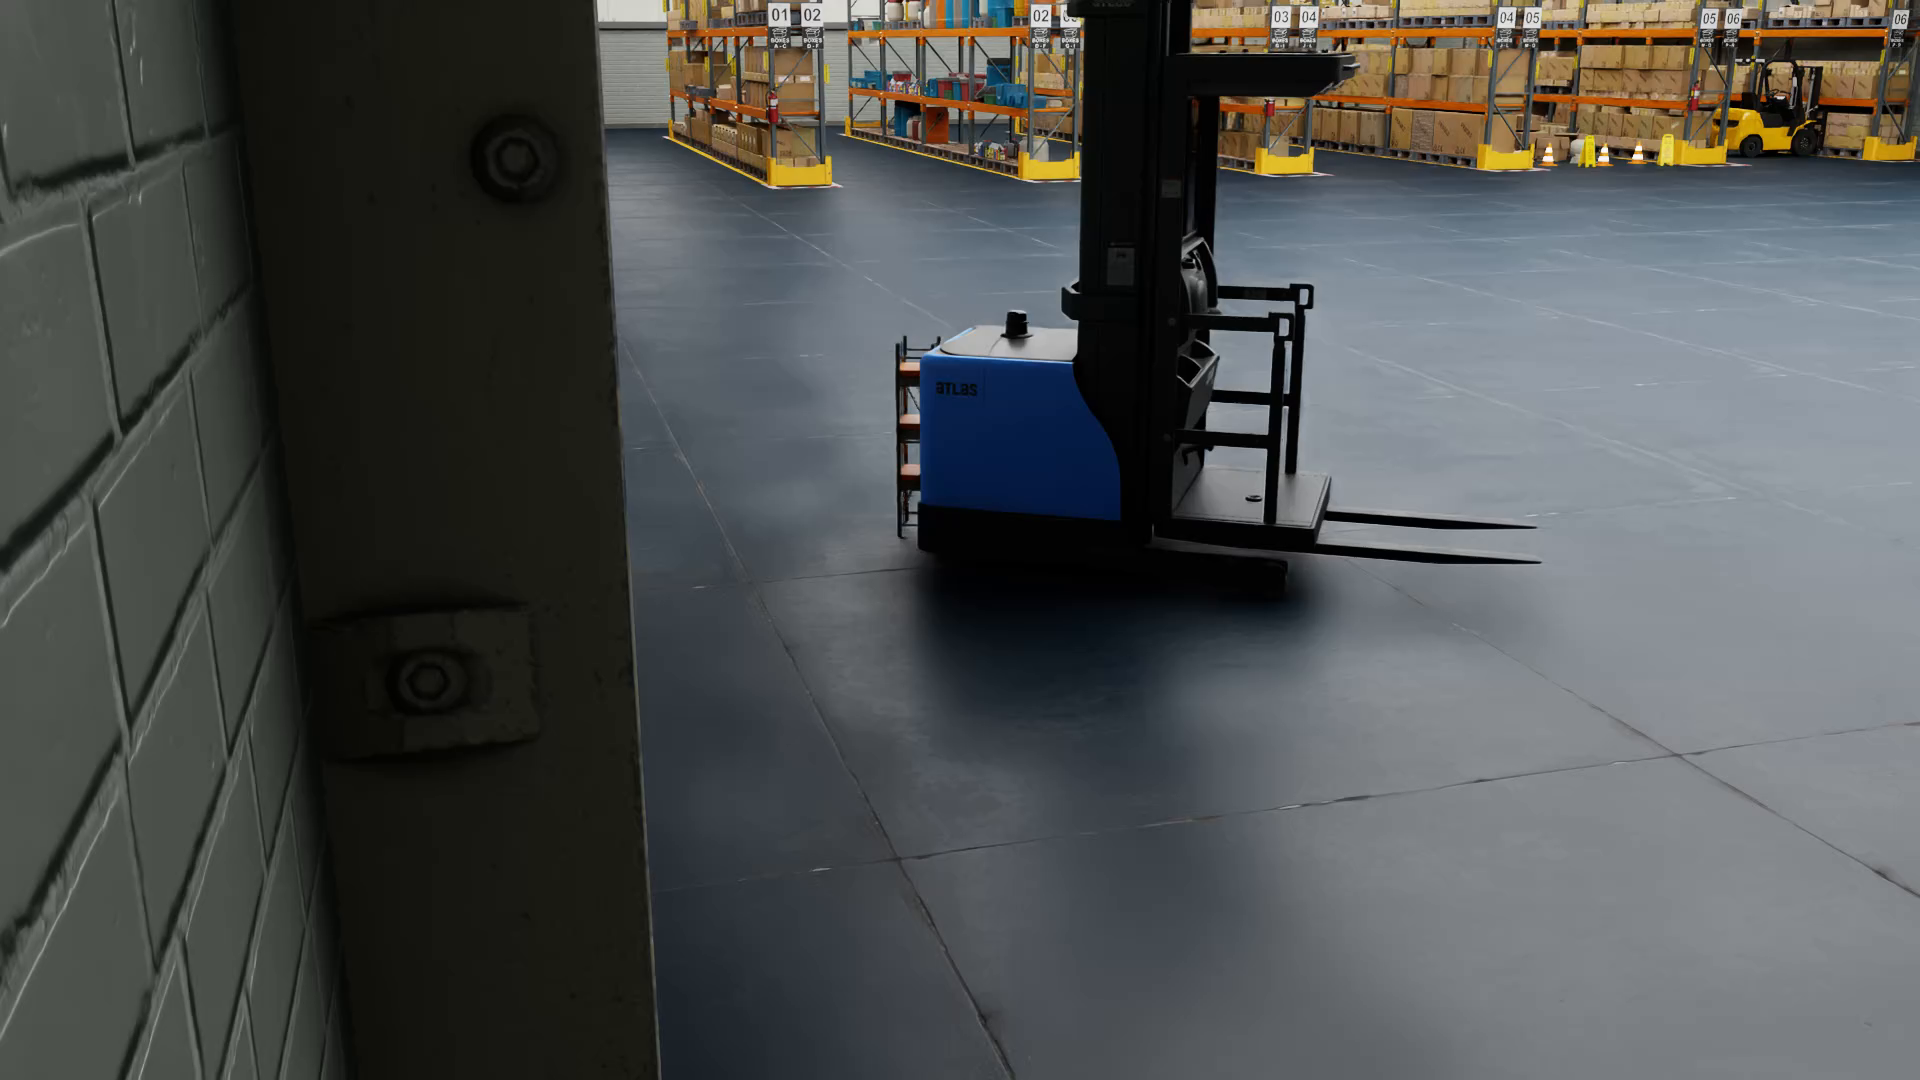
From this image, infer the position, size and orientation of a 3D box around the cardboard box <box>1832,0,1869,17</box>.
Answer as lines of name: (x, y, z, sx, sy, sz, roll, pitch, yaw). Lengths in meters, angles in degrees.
cardboard box: (20.305, -12.125, 37.745, 0.700, 0.500, 0.500, -5, 17, -15)

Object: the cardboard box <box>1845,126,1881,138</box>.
cardboard box: (20.412, -9.231, 37.582, 0.500, 0.250, 0.500, -5, 17, -16)

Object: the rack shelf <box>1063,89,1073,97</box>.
rack shelf: (3.798, -11.242, 42.346, 1.077, 0.370, 4.000, -5, 17, -15)

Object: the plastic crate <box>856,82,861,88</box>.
plastic crate: (-2.667, -12.380, 45.238, 0.250, 0.136, 0.298, -5, 17, -15)

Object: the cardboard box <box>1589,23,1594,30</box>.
cardboard box: (14.824, -11.920, 38.575, 0.380, 0.149, 0.250, -5, 17, -16)

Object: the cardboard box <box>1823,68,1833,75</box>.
cardboard box: (20.105, -10.783, 38.265, 0.380, 0.149, 0.250, -5, 17, -15)

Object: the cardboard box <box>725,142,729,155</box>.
cardboard box: (-4.750, -8.402, 35.692, 0.500, 0.250, 0.500, -4, 17, -14)

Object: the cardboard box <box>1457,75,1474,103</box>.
cardboard box: (11.025, -9.506, 35.056, 0.875, 0.550, 0.550, -5, 17, -15)

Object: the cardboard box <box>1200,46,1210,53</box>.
cardboard box: (5.465, -10.313, 35.575, 0.500, 0.500, 0.500, -5, 17, -15)

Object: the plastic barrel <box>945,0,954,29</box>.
plastic barrel: (-0.023, -11.697, 36.526, 0.600, 0.901, 0.708, -5, 17, -15)

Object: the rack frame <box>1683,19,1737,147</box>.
rack frame: (16.074, -9.604, 35.643, 1.000, 3.000, 0.127, -5, 17, -15)

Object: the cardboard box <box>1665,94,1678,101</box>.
cardboard box: (15.590, -9.631, 36.171, 0.380, 0.149, 0.250, -5, 17, -16)

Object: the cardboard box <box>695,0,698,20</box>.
cardboard box: (-6.005, -12.763, 39.867, 0.600, 0.600, 0.600, -5, 17, -16)

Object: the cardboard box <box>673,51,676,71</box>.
cardboard box: (-7.225, -12.564, 43.586, 0.500, 0.500, 0.500, -4, 17, -14)

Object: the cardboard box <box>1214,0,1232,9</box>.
cardboard box: (5.816, -11.689, 35.810, 0.500, 0.500, 0.500, -5, 17, -17)

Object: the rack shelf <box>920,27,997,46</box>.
rack shelf: (0.135, -11.181, 36.928, 1.077, 0.370, 4.000, -5, 17, -15)

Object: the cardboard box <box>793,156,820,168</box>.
cardboard box: (-2.913, -7.088, 31.318, 0.500, 0.250, 0.500, -5, 17, -15)

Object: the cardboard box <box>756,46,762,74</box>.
cardboard box: (-3.537, -9.275, 32.119, 0.700, 0.500, 0.500, -5, 17, -15)

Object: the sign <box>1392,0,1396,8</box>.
sign: (9.724, -12.080, 37.227, 0.100, 0.325, 0.005, -5, 17, -15)

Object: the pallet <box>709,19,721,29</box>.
pallet: (-4.906, -11.417, 36.791, 1.213, 0.211, 1.003, -4, 17, -13)

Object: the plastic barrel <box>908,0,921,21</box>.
plastic barrel: (-1.047, -12.823, 40.179, 0.433, 0.535, 0.433, 0, 17, 0)

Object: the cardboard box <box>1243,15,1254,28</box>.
cardboard box: (6.029, -10.436, 33.460, 0.500, 0.250, 0.500, -5, 17, -15)

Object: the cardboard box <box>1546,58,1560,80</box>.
cardboard box: (14.490, -11.349, 40.030, 0.500, 0.500, 0.500, -5, 17, -15)

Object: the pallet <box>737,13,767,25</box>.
pallet: (-3.820, -10.305, 32.916, 1.003, 0.211, 1.213, -5, 17, -15)

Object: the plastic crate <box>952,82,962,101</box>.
plastic crate: (0.082, -9.808, 36.350, 0.392, 0.384, 0.575, -5, 17, -15)

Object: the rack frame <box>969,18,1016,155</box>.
rack frame: (0.684, -9.535, 35.414, 1.000, 3.000, 0.127, -5, 17, -15)

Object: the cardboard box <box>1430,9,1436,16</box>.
cardboard box: (10.369, -11.377, 35.863, 0.380, 0.149, 0.250, -5, 17, -15)

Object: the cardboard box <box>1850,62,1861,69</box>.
cardboard box: (20.349, -10.717, 37.529, 0.380, 0.149, 0.250, -4, 17, -14)

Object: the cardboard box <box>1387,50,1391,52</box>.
cardboard box: (12.381, -13.559, 46.896, 0.500, 0.500, 0.500, -5, 17, -16)

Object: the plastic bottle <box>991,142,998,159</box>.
plastic bottle: (0.727, -8.000, 34.143, 0.144, 0.351, 0.185, -4, 17, -13)

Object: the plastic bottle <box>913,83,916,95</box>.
plastic bottle: (-1.067, -10.809, 39.879, 0.097, 0.271, 0.097, 0, 17, 0)

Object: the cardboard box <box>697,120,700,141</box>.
cardboard box: (-6.092, -9.933, 40.317, 0.500, 0.500, 0.500, -4, 17, -15)

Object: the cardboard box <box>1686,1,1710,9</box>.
cardboard box: (15.698, -11.372, 35.366, 0.380, 0.149, 0.250, -5, 17, -15)

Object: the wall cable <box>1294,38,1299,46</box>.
wall cable: (11.466, -16.189, 55.800, 0.588, 1.984, 0.122, -5, 17, -15)

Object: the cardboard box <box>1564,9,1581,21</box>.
cardboard box: (14.675, -12.426, 39.355, 0.500, 0.250, 0.500, -5, 17, -16)

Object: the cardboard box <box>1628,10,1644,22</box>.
cardboard box: (15.250, -11.653, 36.994, 0.500, 0.250, 0.500, -5, 17, -15)

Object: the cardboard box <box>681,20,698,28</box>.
cardboard box: (-6.667, -12.836, 41.448, 0.500, 0.250, 0.500, -5, 17, -15)

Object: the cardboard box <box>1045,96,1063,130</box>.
cardboard box: (2.896, -11.761, 45.787, 0.875, 0.875, 0.875, -5, 17, -15)

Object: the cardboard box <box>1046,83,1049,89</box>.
cardboard box: (2.566, -12.363, 45.263, 0.380, 0.149, 0.250, -4, 17, -14)

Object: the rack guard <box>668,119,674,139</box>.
rack guard: (-7.356, -11.246, 45.454, 1.175, 0.500, 0.348, -5, 17, -15)

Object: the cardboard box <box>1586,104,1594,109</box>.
cardboard box: (17.810, -12.155, 46.622, 0.380, 0.149, 0.250, -4, 17, -13)

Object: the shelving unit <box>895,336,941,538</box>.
shelving unit: (-0.218, -0.547, 8.878, 0.215, 1.050, 0.252, 2, 17, 7)

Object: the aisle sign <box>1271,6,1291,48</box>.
aisle sign: (6.275, -10.025, 32.524, 0.394, 0.787, 0.004, -5, 17, -15)

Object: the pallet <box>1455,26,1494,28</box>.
pallet: (13.648, -13.337, 43.184, 1.213, 0.211, 1.003, -4, 17, -13)

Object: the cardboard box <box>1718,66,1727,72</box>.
cardboard box: (19.135, -11.743, 41.464, 0.380, 0.149, 0.250, -5, 18, -17)

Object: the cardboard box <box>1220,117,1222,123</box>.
cardboard box: (7.476, -11.691, 46.298, 0.380, 0.149, 0.250, -5, 18, -17)

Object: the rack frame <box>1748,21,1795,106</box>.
rack frame: (19.747, -11.104, 40.636, 1.000, 3.000, 0.127, -5, 17, -15)

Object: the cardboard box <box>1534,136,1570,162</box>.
cardboard box: (13.158, -8.694, 36.953, 0.637, 0.503, 0.797, 11, 20, 32)

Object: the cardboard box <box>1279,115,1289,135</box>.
cardboard box: (8.573, -10.707, 42.929, 0.500, 0.500, 0.500, -4, 17, -13)

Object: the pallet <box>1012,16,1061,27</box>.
pallet: (1.650, -10.012, 32.114, 1.003, 0.211, 1.213, -5, 17, -15)

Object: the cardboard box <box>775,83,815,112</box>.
cardboard box: (-3.096, -8.216, 30.849, 0.700, 0.500, 0.500, -5, 17, -15)

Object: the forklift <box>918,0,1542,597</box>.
forklift: (1.361, -1.302, 8.123, 3.031, 2.935, 1.130, 5, 17, 16)

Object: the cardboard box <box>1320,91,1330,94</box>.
cardboard box: (9.150, -11.159, 40.647, 0.500, 0.500, 0.500, -5, 17, -16)
